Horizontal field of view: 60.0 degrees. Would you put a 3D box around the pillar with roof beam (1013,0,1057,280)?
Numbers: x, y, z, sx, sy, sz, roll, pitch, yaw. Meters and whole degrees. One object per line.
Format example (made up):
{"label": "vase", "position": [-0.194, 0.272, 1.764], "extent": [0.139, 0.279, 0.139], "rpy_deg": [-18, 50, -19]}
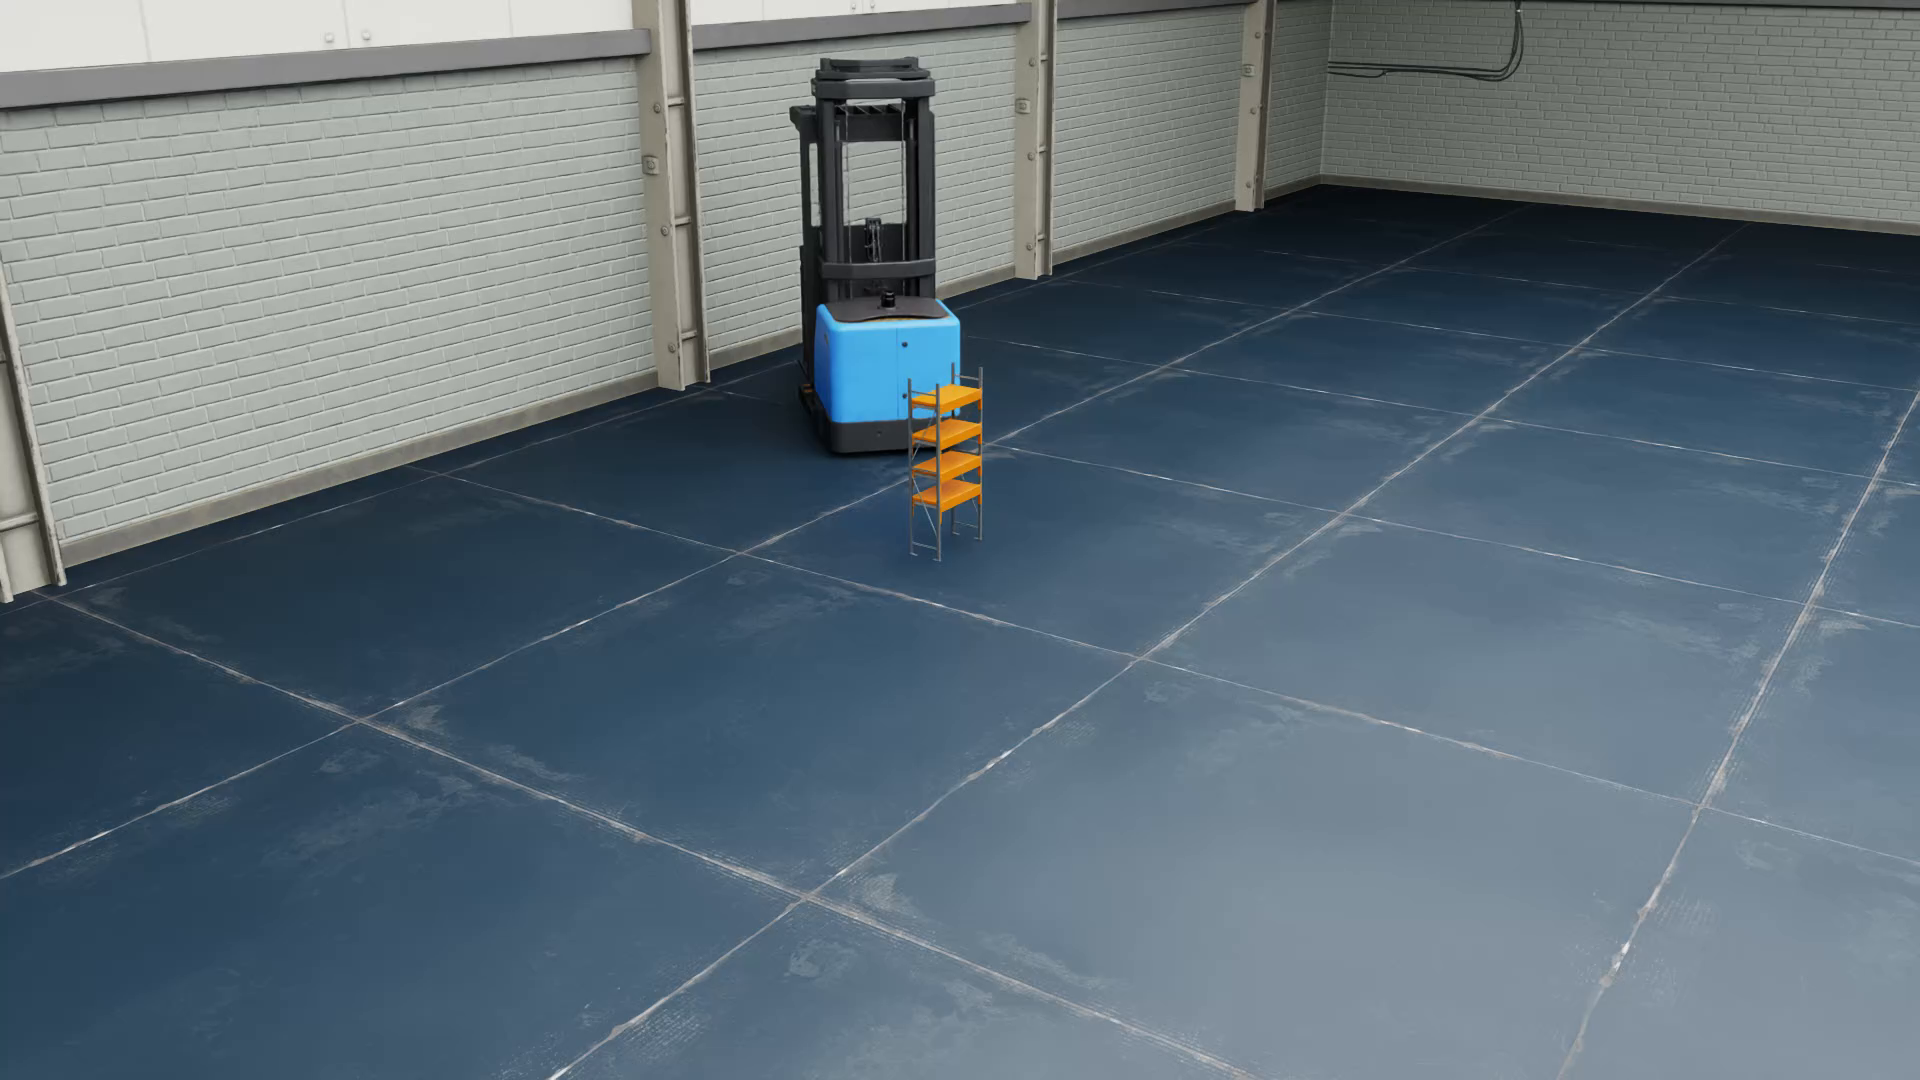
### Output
{"label": "pillar with roof beam", "position": [4.422, -6.522, 15.926], "extent": [9.100, 9.000, 0.400], "rpy_deg": [13, 24, 32]}

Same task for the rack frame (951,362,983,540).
{"label": "rack frame", "position": [0.044, -0.585, 11.118], "extent": [0.240, 1.200, 0.015], "rpy_deg": [13, 24, 32]}

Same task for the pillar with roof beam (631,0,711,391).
{"label": "pillar with roof beam", "position": [1.050, -4.801, 11.272], "extent": [9.100, 9.000, 0.400], "rpy_deg": [13, 24, 32]}

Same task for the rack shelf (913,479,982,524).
{"label": "rack shelf", "position": [-0.093, -0.266, 11.021], "extent": [0.258, 0.148, 0.480], "rpy_deg": [13, 24, 32]}

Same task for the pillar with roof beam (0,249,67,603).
{"label": "pillar with roof beam", "position": [-2.323, -3.079, 6.618], "extent": [9.100, 9.000, 0.400], "rpy_deg": [13, 24, 32]}

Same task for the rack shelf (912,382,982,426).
{"label": "rack shelf", "position": [-0.093, -0.884, 10.792], "extent": [0.258, 0.148, 0.480], "rpy_deg": [13, 24, 32]}

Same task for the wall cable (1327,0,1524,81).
{"label": "wall cable", "position": [6.985, -8.214, 24.976], "extent": [3.097, 2.526, 0.112], "rpy_deg": [13, 24, 32]}

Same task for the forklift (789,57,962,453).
{"label": "forklift", "position": [-0.796, -2.526, 13.870], "extent": [1.130, 2.935, 3.031], "rpy_deg": [-4, 21, -11]}

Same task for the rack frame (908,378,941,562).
{"label": "rack frame", "position": [-0.230, -0.445, 10.739], "extent": [0.240, 1.200, 0.015], "rpy_deg": [13, 24, 32]}

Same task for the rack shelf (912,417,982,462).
{"label": "rack shelf", "position": [-0.093, -0.662, 10.874], "extent": [0.258, 0.148, 0.480], "rpy_deg": [13, 24, 32]}

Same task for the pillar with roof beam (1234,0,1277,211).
{"label": "pillar with roof beam", "position": [7.795, -8.244, 20.580], "extent": [9.100, 9.000, 0.400], "rpy_deg": [13, 24, 32]}

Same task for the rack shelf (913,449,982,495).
{"label": "rack shelf", "position": [-0.093, -0.452, 10.952], "extent": [0.258, 0.148, 0.480], "rpy_deg": [13, 24, 32]}

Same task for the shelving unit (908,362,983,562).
{"label": "shelving unit", "position": [-0.093, -0.515, 10.928], "extent": [0.258, 1.200, 0.503], "rpy_deg": [13, 24, 32]}
